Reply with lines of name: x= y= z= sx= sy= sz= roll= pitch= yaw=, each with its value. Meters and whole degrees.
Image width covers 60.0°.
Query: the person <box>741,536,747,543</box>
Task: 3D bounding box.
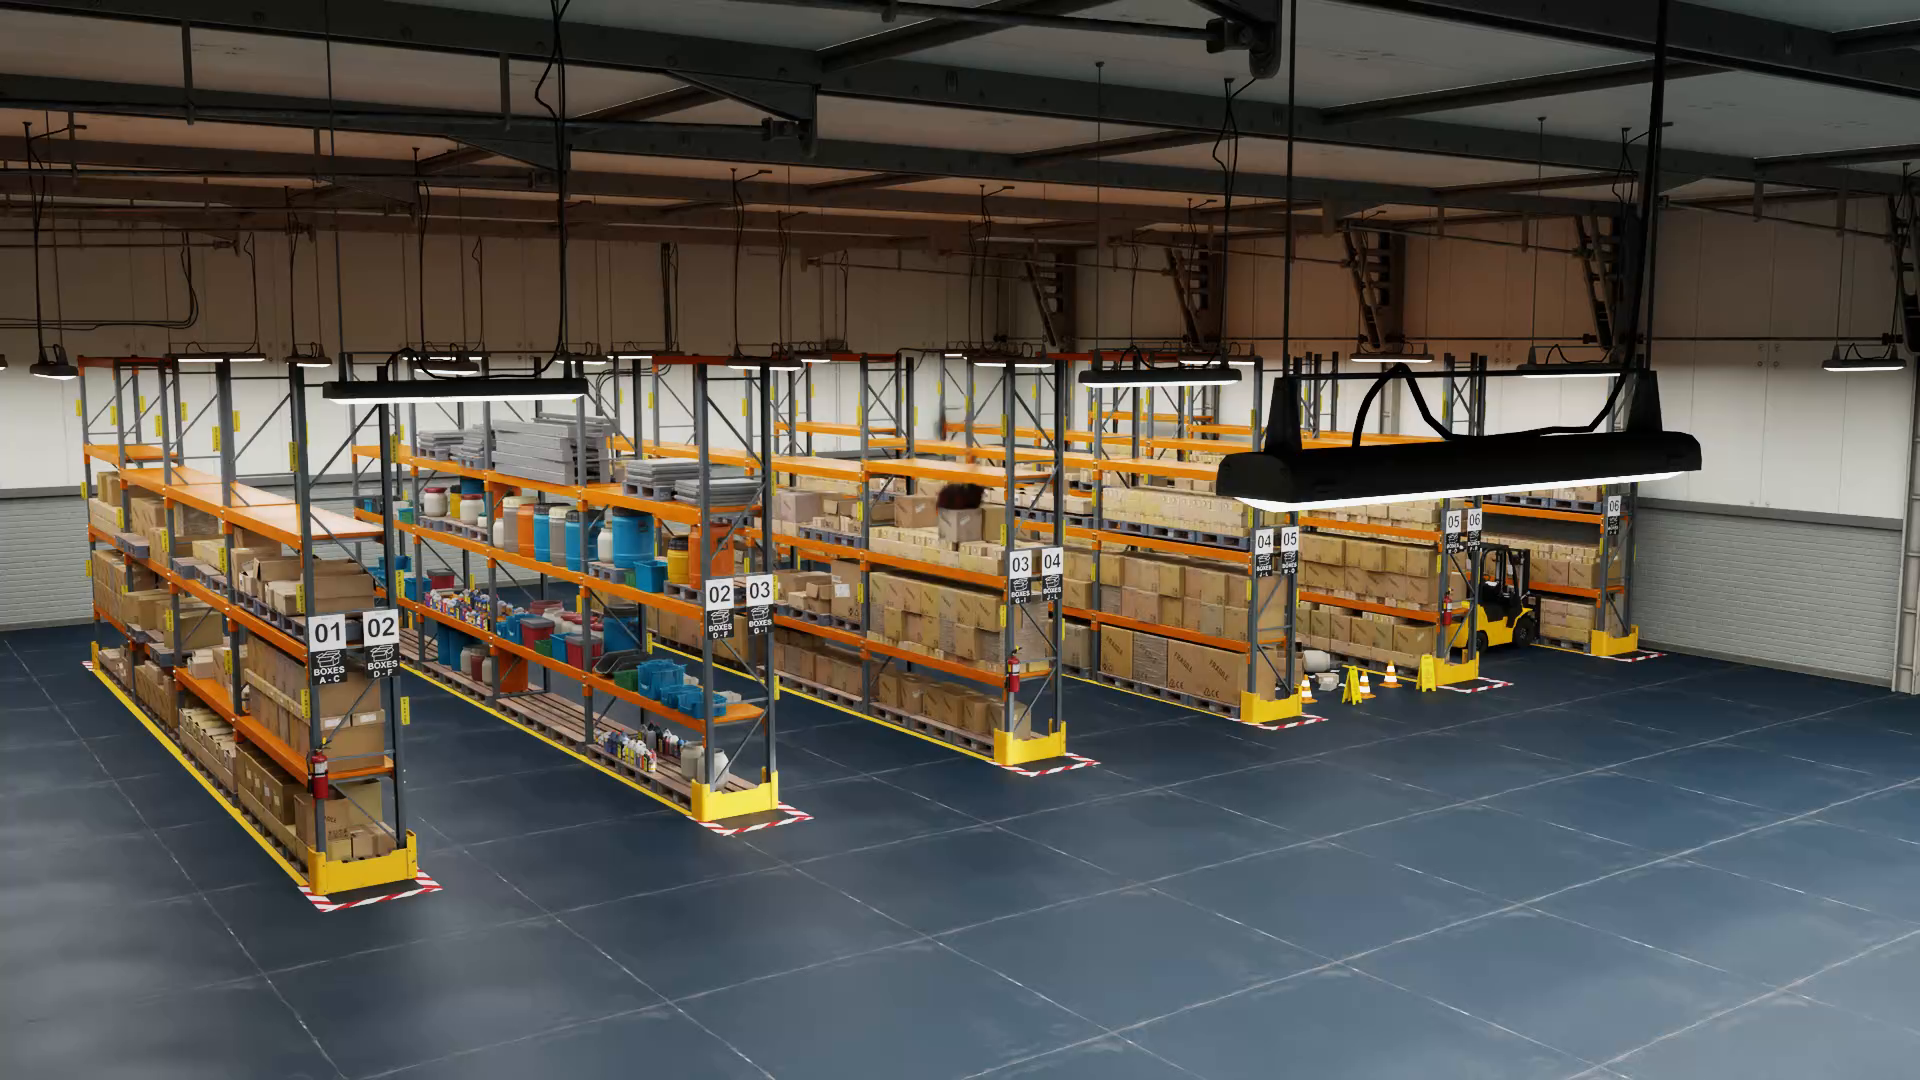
person: x=-5.023 y=0.708 z=39.306 sx=0.665 sy=1.765 sz=0.817 roll=-5 pitch=9 yaw=-36
